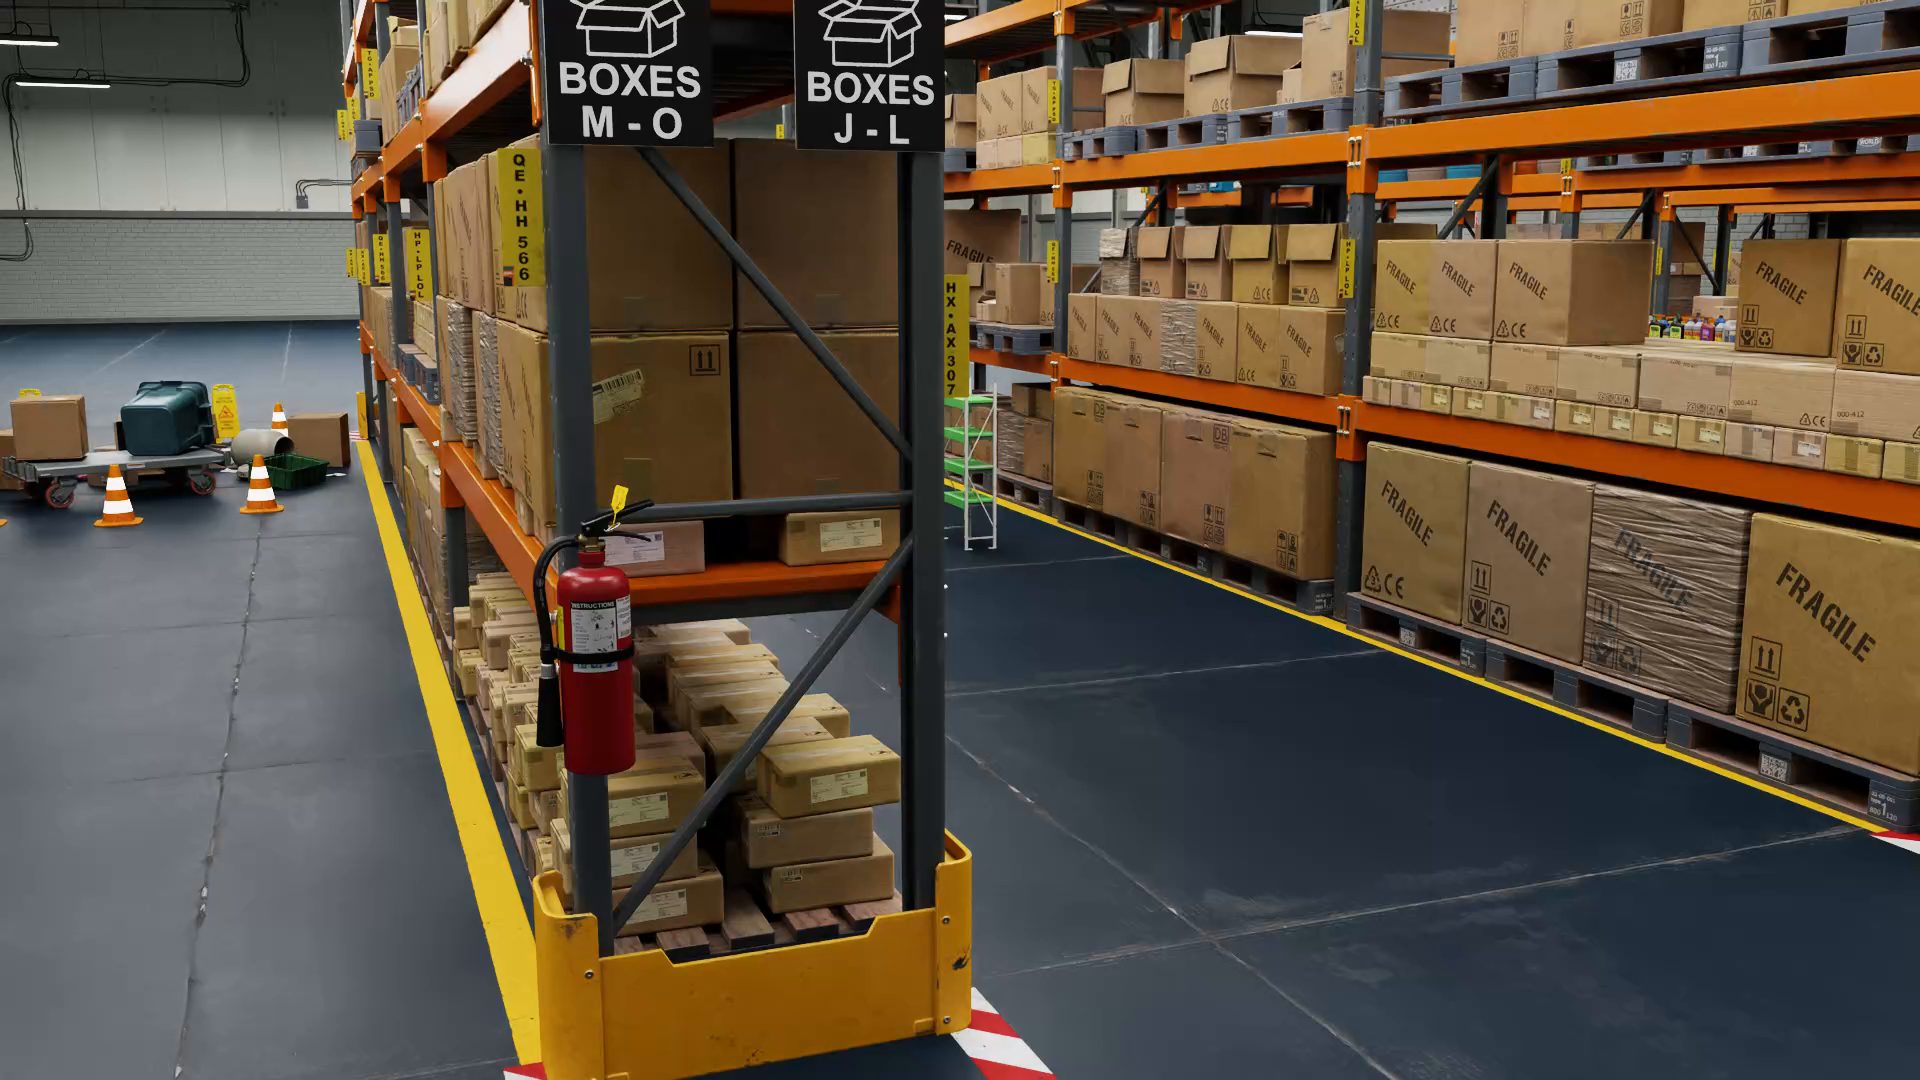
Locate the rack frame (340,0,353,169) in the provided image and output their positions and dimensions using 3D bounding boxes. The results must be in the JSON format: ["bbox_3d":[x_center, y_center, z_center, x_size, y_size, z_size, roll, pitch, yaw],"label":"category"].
[{"bbox_3d":[-6.326,-5.645,18.460,1.000,3.000,0.127,-4,11,-21],"label":"rack frame"}]

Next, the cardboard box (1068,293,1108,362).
[{"bbox_3d":[1.155,-1.636,12.769,0.500,0.500,0.500,-4,11,-19],"label":"cardboard box"}]

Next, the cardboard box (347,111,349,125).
[{"bbox_3d":[-6.502,-4.618,18.209,0.380,0.149,0.250,-4,11,-20],"label":"cardboard box"}]

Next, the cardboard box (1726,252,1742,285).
[{"bbox_3d":[12.076,-4.141,25.364,0.500,0.500,0.500,-4,11,-21],"label":"cardboard box"}]

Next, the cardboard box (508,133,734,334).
[{"bbox_3d":[-0.926,-0.827,4.512,0.500,0.500,0.500,-4,11,-22],"label":"cardboard box"}]

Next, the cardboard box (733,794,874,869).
[{"bbox_3d":[-0.479,0.869,5.062,0.380,0.149,0.250,-3,11,-19],"label":"cardboard box"}]

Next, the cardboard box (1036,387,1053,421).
[{"bbox_3d":[0.962,-1.146,14.040,0.500,0.250,0.500,-3,11,-19],"label":"cardboard box"}]

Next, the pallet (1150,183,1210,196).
[{"bbox_3d":[3.158,-4.547,21.389,1.003,0.211,1.213,-4,11,-21],"label":"pallet"}]

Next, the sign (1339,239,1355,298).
[{"bbox_3d":[2.180,-1.526,9.353,0.100,0.325,0.005,-4,11,-21],"label":"sign"}]

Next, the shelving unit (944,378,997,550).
[{"bbox_3d":[0.060,-0.564,12.163,0.258,1.200,0.503,-4,11,-21],"label":"shelving unit"}]

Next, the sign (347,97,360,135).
[{"bbox_3d":[-5.393,-3.773,14.800,0.100,0.325,0.005,-4,11,-21],"label":"sign"}]

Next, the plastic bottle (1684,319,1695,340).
[{"bbox_3d":[6.020,-1.688,13.712,0.097,0.271,0.097,0,10,0],"label":"plastic bottle"}]

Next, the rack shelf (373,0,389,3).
[{"bbox_3d":[-2.702,-3.462,9.382,1.077,0.370,4.000,-4,11,-21],"label":"rack shelf"}]

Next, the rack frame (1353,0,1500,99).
[{"bbox_3d":[2.682,-3.985,9.125,1.000,3.000,0.127,-4,11,-21],"label":"rack frame"}]

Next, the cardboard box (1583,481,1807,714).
[{"bbox_3d":[3.495,0.213,7.523,0.875,0.875,0.875,-4,11,-21],"label":"cardboard box"}]

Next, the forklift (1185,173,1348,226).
[{"bbox_3d":[2.665,-1.916,14.822,1.130,2.935,3.031,-4,11,-20],"label":"forklift"}]

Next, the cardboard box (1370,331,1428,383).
[{"bbox_3d":[2.608,-1.010,9.113,0.500,0.250,0.500,-4,11,-22],"label":"cardboard box"}]

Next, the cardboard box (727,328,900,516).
[{"bbox_3d":[-0.433,-0.366,4.779,0.500,0.500,0.500,-3,11,-18],"label":"cardboard box"}]

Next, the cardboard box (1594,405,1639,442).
[{"bbox_3d":[3.142,-0.541,7.614,0.380,0.149,0.250,-4,11,-20],"label":"cardboard box"}]

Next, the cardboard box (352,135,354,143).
[{"bbox_3d":[-6.022,-4.237,17.201,0.500,0.250,0.500,-4,11,-21],"label":"cardboard box"}]

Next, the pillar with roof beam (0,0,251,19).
[{"bbox_3d":[-22.975,-9.998,42.931,9.100,9.000,0.548,-4,11,-21],"label":"pillar with roof beam"}]

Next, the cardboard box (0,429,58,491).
[{"bbox_3d":[-8.574,-0.740,15.143,0.500,0.500,0.500,3,11,18],"label":"cardboard box"}]

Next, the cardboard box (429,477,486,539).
[{"bbox_3d":[-2.483,-0.183,8.683,0.500,0.250,0.500,-4,11,-22],"label":"cardboard box"}]

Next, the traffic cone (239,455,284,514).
[{"bbox_3d":[-5.798,-0.475,13.767,0.336,0.463,0.334,-4,11,-21],"label":"traffic cone"}]

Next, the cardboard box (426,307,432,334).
[{"bbox_3d":[-2.971,-1.313,9.907,0.380,0.149,0.250,-4,11,-21],"label":"cardboard box"}]

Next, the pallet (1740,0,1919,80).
[{"bbox_3d":[3.853,-1.932,6.402,1.003,0.211,1.213,-4,11,-21],"label":"pallet"}]

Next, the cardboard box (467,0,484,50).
[{"bbox_3d":[-1.299,-1.705,5.302,0.500,0.250,0.500,-3,11,-18],"label":"cardboard box"}]

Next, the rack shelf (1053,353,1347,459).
[{"bbox_3d":[1.957,-1.003,11.549,1.077,0.370,4.000,-4,11,-21],"label":"rack shelf"}]

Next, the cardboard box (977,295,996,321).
[{"bbox_3d":[0.376,-2.079,14.730,0.396,0.266,0.258,-4,11,-23],"label":"cardboard box"}]

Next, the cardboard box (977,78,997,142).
[{"bbox_3d":[0.465,-3.683,14.281,0.500,0.500,0.500,-4,11,-20],"label":"cardboard box"}]

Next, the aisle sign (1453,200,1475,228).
[{"bbox_3d":[7.258,-4.889,23.916,0.394,0.787,0.004,-4,11,-21],"label":"aisle sign"}]

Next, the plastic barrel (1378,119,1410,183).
[{"bbox_3d":[4.786,-4.305,18.063,0.600,0.901,0.708,-4,11,-21],"label":"plastic barrel"}]

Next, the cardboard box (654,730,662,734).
[{"bbox_3d":[-1.177,0.768,5.632,0.380,0.149,0.250,-4,11,-22],"label":"cardboard box"}]

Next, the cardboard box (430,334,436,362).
[{"bbox_3d":[-2.878,-1.124,9.692,0.380,0.149,0.250,-4,11,-23],"label":"cardboard box"}]

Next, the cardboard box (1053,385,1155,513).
[{"bbox_3d":[1.463,-0.730,12.830,1.225,0.875,0.875,-4,11,-24],"label":"cardboard box"}]

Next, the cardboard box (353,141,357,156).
[{"bbox_3d":[-5.950,-3.977,16.879,0.380,0.149,0.250,-4,11,-20],"label":"cardboard box"}]

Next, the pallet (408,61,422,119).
[{"bbox_3d":[-2.102,-2.224,8.332,1.213,0.211,1.003,-4,11,-21],"label":"pallet"}]

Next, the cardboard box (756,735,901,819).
[{"bbox_3d":[-0.401,0.717,5.066,0.380,0.149,0.250,-4,11,-23],"label":"cardboard box"}]

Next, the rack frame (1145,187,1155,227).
[{"bbox_3d":[2.950,-3.304,22.429,1.000,3.000,0.127,-4,11,-21],"label":"rack frame"}]

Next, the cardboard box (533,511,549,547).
[{"bbox_3d":[-1.070,-0.074,4.990,0.380,0.149,0.250,-4,11,-21],"label":"cardboard box"}]

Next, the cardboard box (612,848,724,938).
[{"bbox_3d":[-0.913,1.044,4.925,0.380,0.149,0.250,-4,11,-20],"label":"cardboard box"}]

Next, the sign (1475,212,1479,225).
[{"bbox_3d":[10.299,-6.407,33.257,0.001,0.298,0.199,-4,11,-21],"label":"sign"}]

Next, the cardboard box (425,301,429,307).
[{"bbox_3d":[-3.060,-1.502,10.121,0.380,0.149,0.250,-3,11,-18],"label":"cardboard box"}]

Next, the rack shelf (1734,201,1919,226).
[{"bbox_3d":[12.908,-4.729,23.929,1.077,0.370,4.000,-4,11,-21],"label":"rack shelf"}]

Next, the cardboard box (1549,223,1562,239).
[{"bbox_3d":[8.305,-3.970,22.187,0.700,0.500,0.500,-4,11,-21],"label":"cardboard box"}]

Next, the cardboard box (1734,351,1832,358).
[{"bbox_3d":[3.836,-0.713,7.441,0.500,0.250,0.500,-4,11,-23],"label":"cardboard box"}]

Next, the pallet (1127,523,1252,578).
[{"bbox_3d":[1.886,0.021,11.697,1.003,0.211,1.213,-4,11,-21],"label":"pallet"}]

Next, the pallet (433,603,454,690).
[{"bbox_3d":[-2.261,0.513,8.932,1.003,0.211,1.213,-4,11,-21],"label":"pallet"}]

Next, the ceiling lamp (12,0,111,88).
[{"bbox_3d":[-21.160,-12.269,39.033,2.000,3.185,0.800,-4,11,-21],"label":"ceiling lamp"}]

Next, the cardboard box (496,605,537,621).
[{"bbox_3d":[-1.748,0.369,7.025,0.380,0.149,0.250,-4,11,-22],"label":"cardboard box"}]

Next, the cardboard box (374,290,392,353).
[{"bbox_3d":[-4.575,-1.821,13.805,0.500,0.500,0.500,-4,11,-21],"label":"cardboard box"}]

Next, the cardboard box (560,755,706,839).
[{"bbox_3d":[-0.956,0.754,4.859,0.380,0.149,0.250,-4,11,-20],"label":"cardboard box"}]

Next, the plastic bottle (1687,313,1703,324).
[{"bbox_3d":[6.476,-1.864,14.668,0.061,0.283,0.133,-4,11,-21],"label":"plastic bottle"}]

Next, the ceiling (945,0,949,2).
[{"bbox_3d":[-2.147,-14.717,43.767,6.000,0.001,6.000,-4,11,-21],"label":"ceiling"}]

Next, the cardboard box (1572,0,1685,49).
[{"bbox_3d":[3.269,-2.507,7.611,0.700,0.500,0.500,-3,11,-18],"label":"cardboard box"}]
